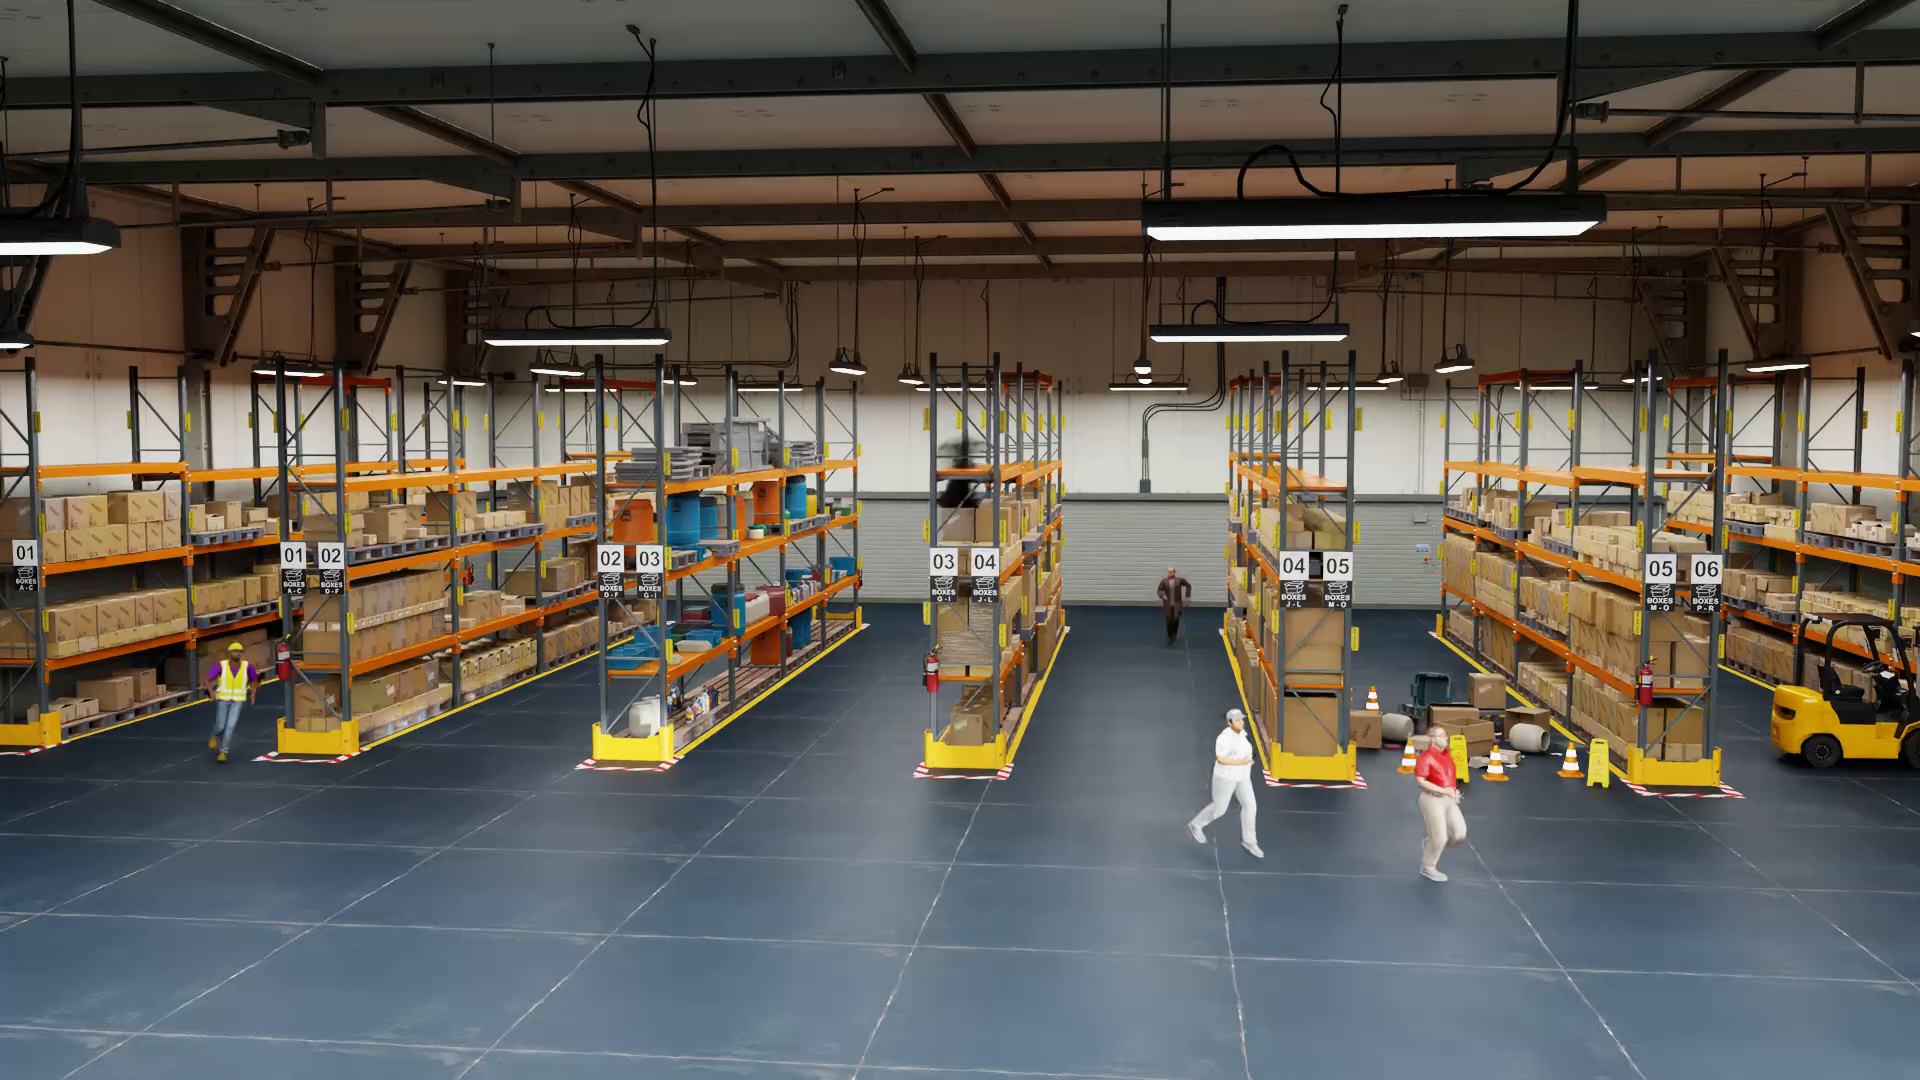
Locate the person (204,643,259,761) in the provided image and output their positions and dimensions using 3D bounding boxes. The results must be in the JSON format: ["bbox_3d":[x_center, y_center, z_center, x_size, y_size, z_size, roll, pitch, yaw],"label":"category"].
[{"bbox_3d":[-10.873,2.392,24.864,0.757,1.710,0.782,-2,5,-29],"label":"person"}]

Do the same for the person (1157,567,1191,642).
[{"bbox_3d":[4.818,1.464,37.555,0.739,1.720,0.828,1,4,16],"label":"person"}]

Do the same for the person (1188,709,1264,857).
[{"bbox_3d":[3.142,2.802,19.434,0.614,1.697,0.930,-3,5,-40],"label":"person"}]

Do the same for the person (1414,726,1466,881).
[{"bbox_3d":[5.262,2.878,18.203,0.660,1.686,0.594,-3,5,-41],"label":"person"}]
